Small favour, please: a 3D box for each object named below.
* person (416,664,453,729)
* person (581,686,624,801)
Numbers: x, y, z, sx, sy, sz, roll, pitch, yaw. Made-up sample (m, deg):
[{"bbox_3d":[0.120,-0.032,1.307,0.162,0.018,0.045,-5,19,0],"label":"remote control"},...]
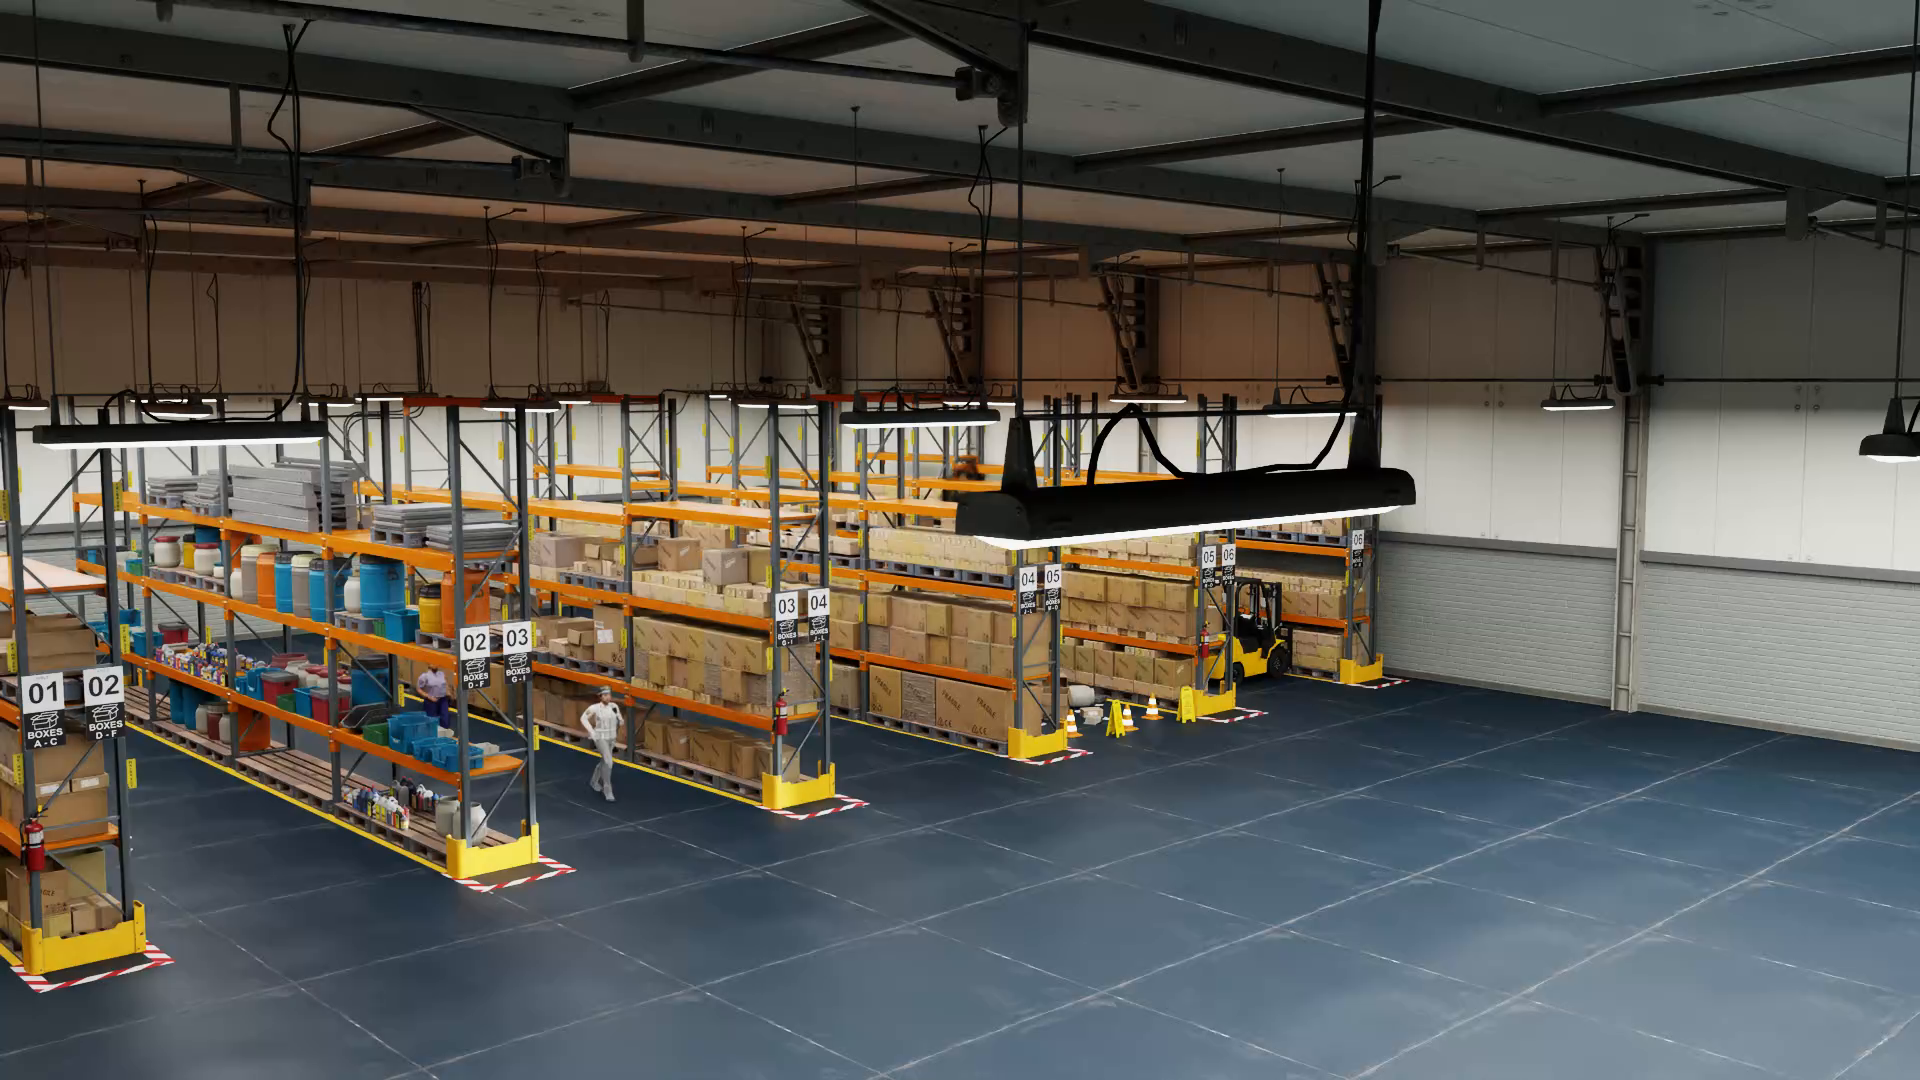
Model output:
[{"bbox_3d":[-8.969,2.794,28.387,0.632,1.596,0.610,5,7,40],"label":"person"},{"bbox_3d":[-5.381,3.058,25.266,0.732,1.751,0.591,5,7,41],"label":"person"}]
